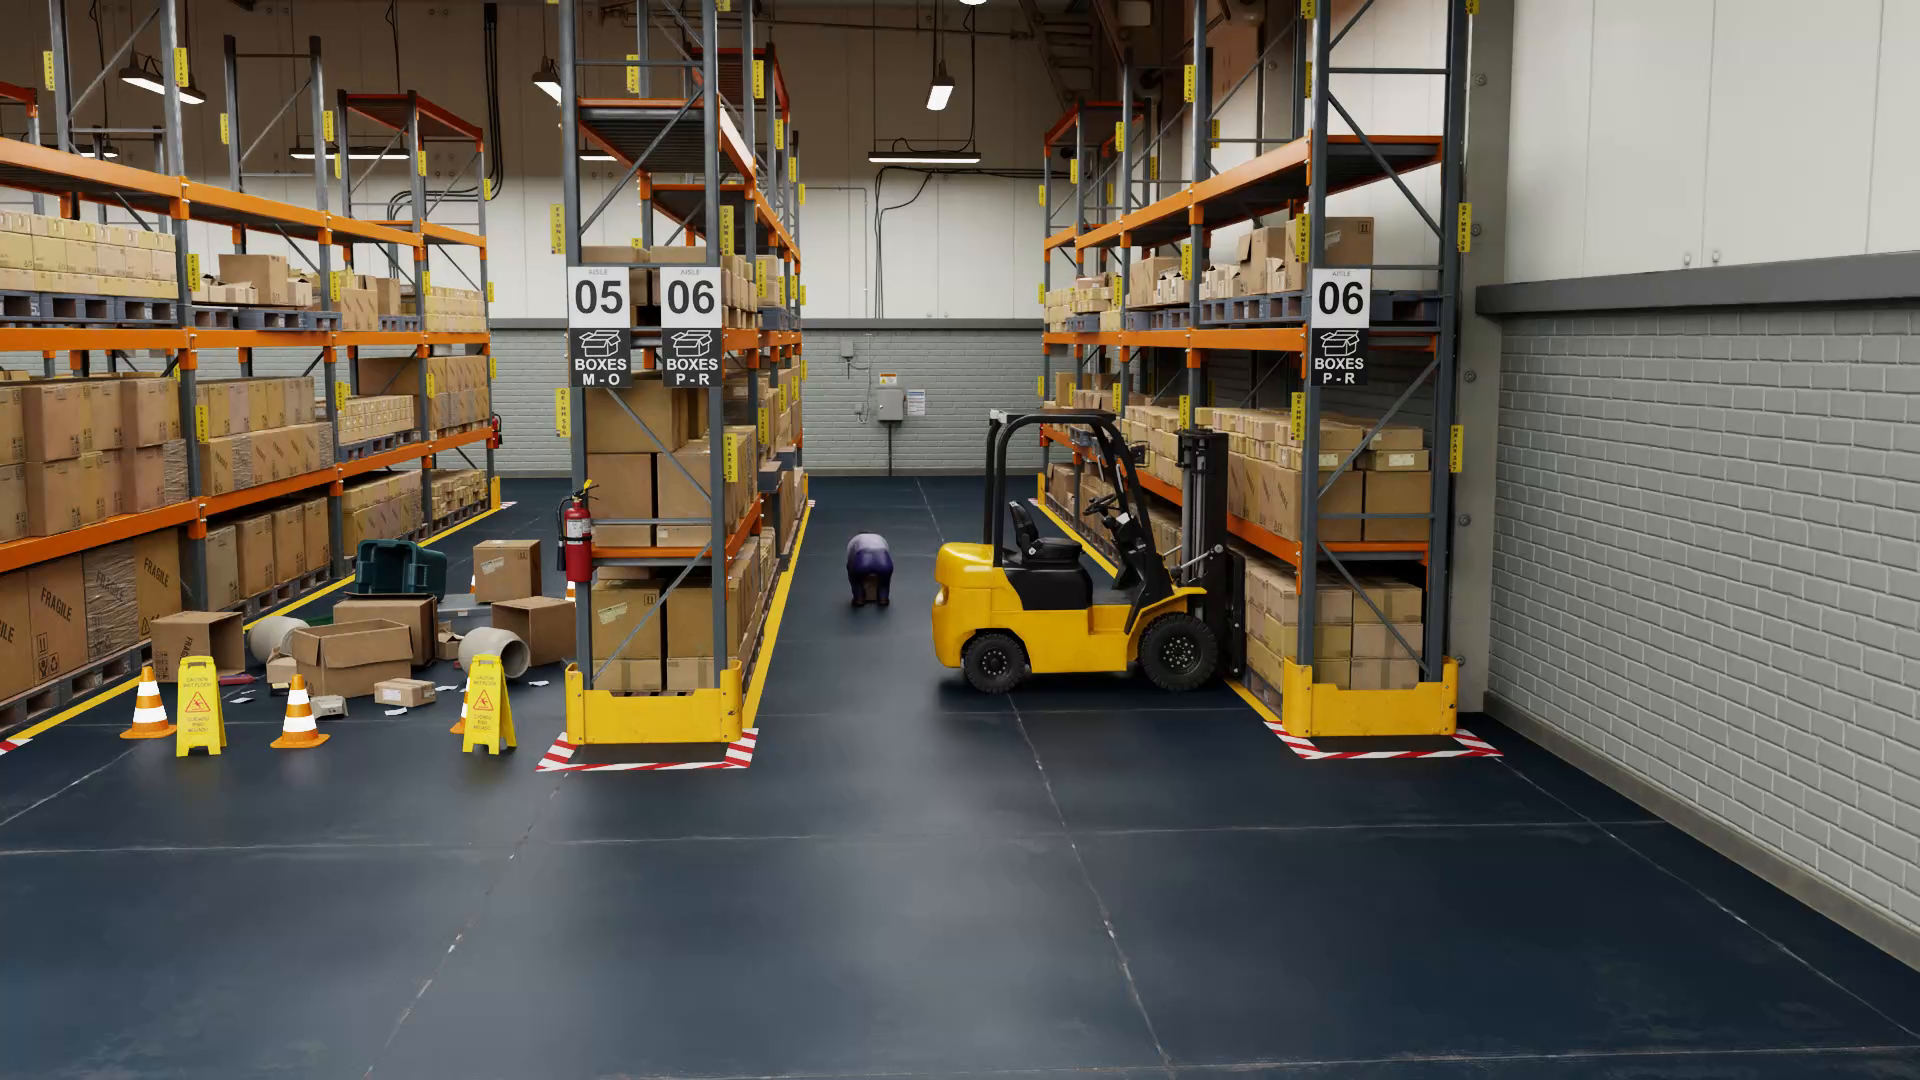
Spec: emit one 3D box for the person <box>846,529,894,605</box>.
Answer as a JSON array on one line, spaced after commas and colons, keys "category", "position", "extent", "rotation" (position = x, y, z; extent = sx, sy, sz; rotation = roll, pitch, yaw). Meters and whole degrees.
[{"category": "person", "position": [-0.931, 0.308, 17.230], "extent": [0.490, 0.732, 0.875], "rotation": [-1, 7, -5]}]
